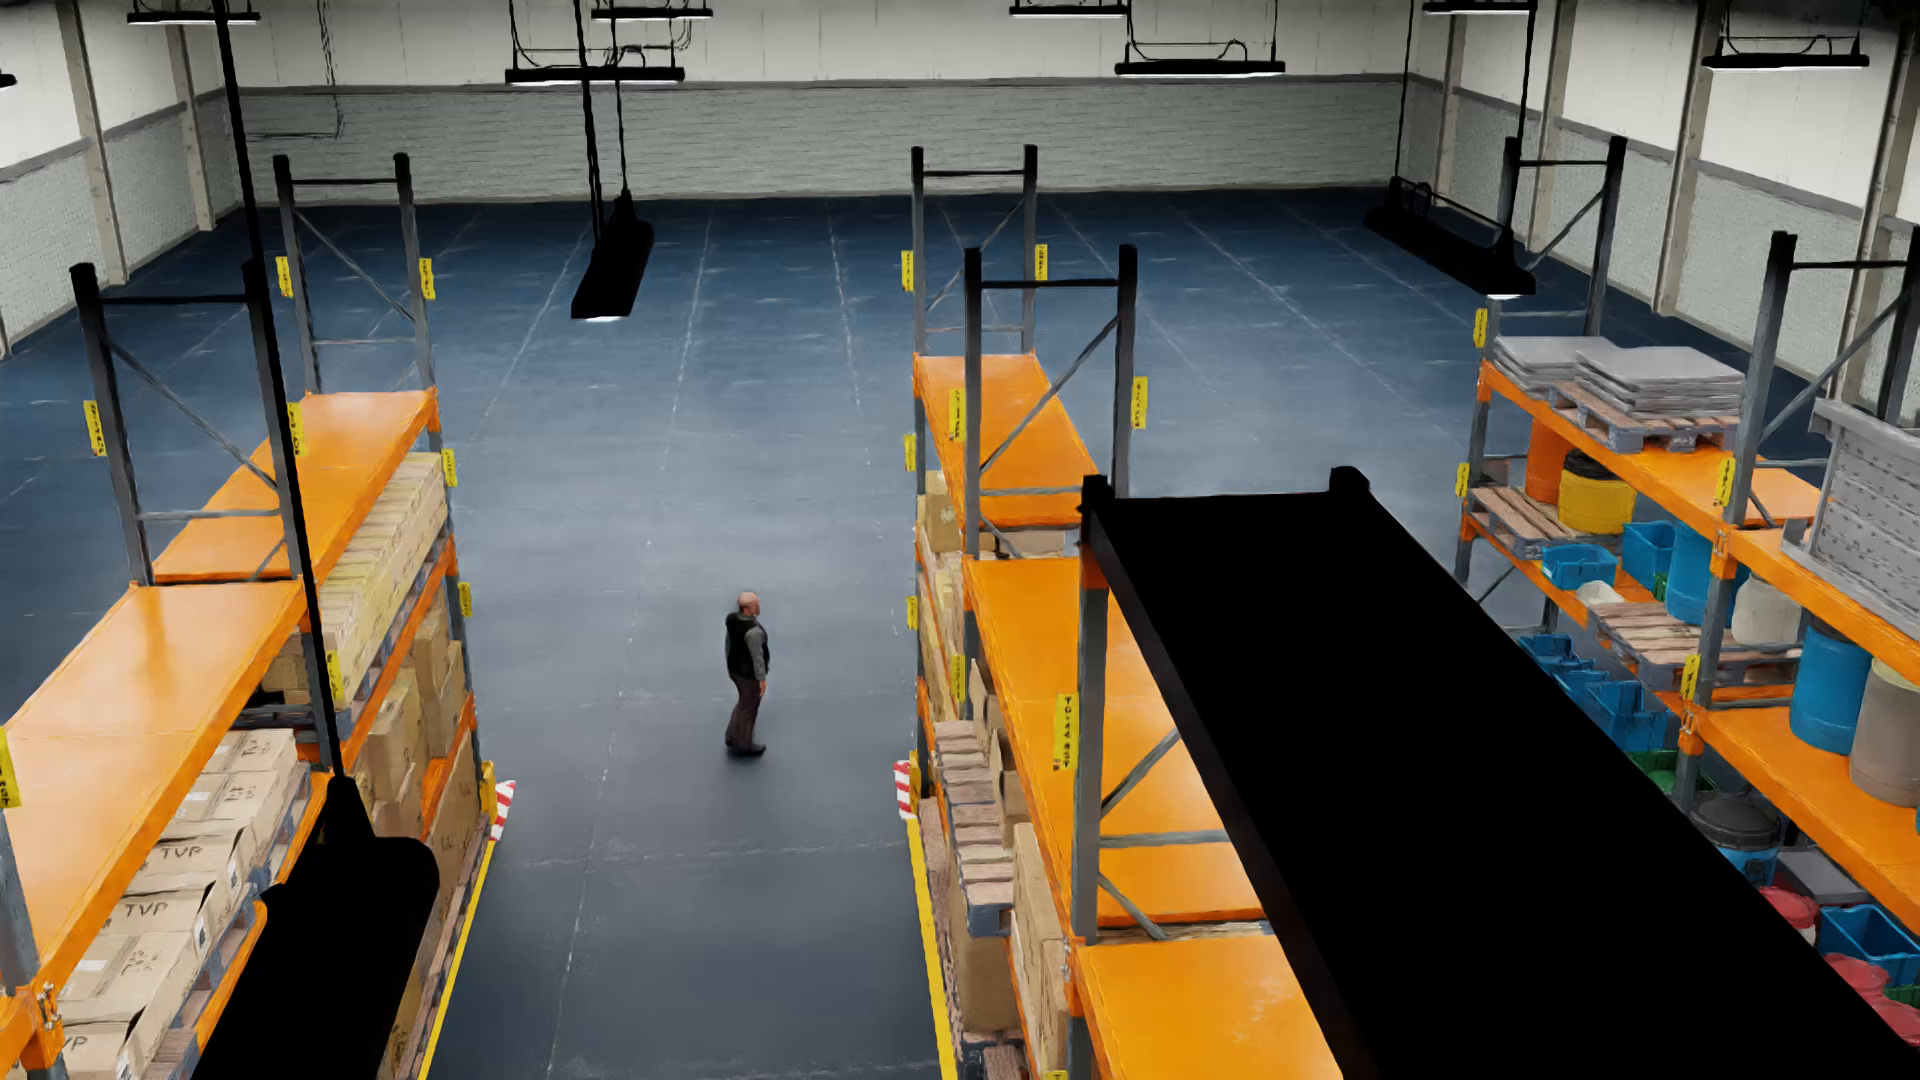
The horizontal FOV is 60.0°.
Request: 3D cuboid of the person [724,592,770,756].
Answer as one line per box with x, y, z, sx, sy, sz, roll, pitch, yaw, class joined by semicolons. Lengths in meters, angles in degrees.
-2.070;1.275;16.066;0.398;1.715;0.643;-16;27;-35;person
